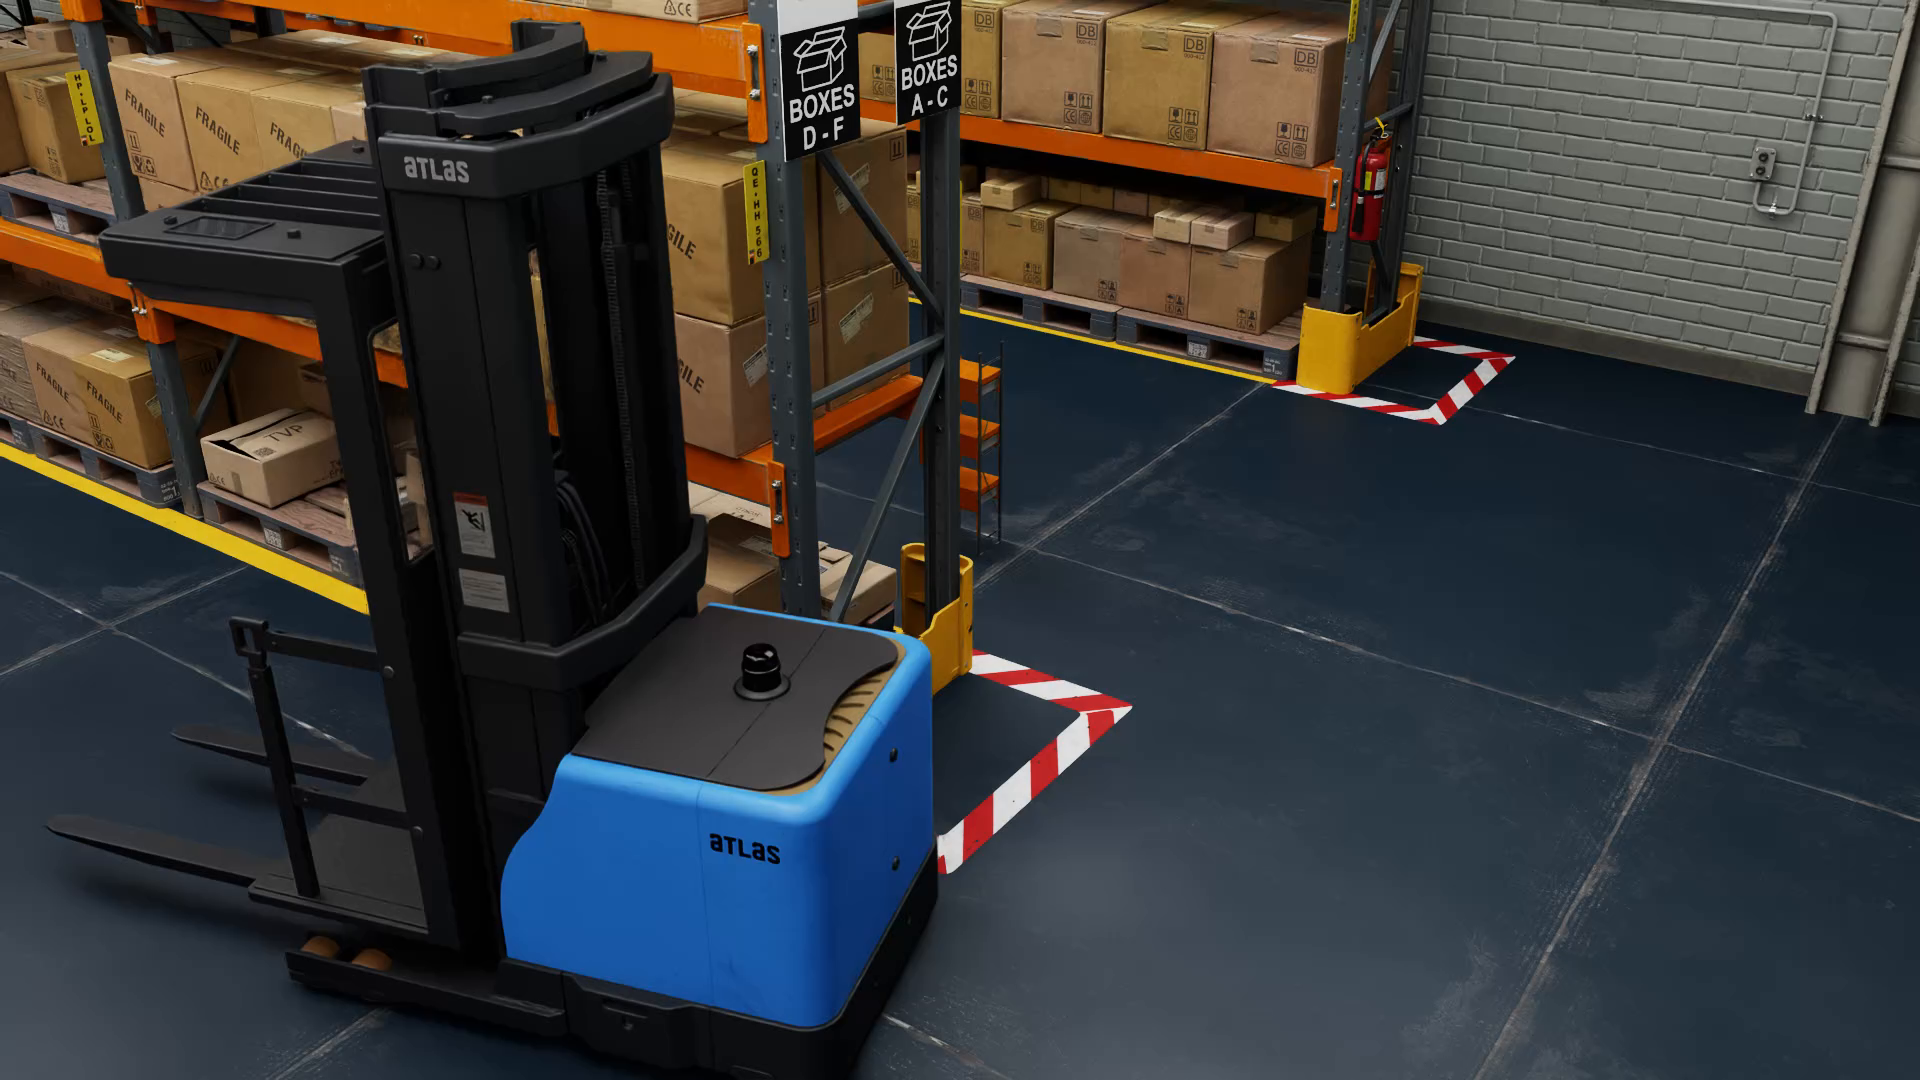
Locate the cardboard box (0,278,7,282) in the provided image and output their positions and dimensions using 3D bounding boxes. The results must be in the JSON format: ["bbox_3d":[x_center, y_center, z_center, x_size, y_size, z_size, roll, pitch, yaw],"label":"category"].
[{"bbox_3d":[-5.866,-1.258,9.685,0.500,0.500,0.500,17,31,30],"label":"cardboard box"}]

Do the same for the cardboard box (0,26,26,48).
[{"bbox_3d":[-10.198,-5.356,17.947,0.500,0.311,0.500,14,30,25],"label":"cardboard box"}]

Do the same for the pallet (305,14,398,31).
[{"bbox_3d":[-4.771,-4.573,14.141,1.003,0.211,1.213,17,32,30],"label":"pallet"}]

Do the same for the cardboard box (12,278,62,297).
[{"bbox_3d":[-5.158,-1.327,9.821,0.500,0.500,0.500,16,31,28],"label":"cardboard box"}]

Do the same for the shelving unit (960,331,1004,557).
[{"bbox_3d":[0.044,-0.454,7.985,0.252,1.050,0.215,17,32,30],"label":"shelving unit"}]

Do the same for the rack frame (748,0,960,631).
[{"bbox_3d":[-0.330,-0.608,6.138,0.127,3.000,1.000,17,32,30],"label":"rack frame"}]

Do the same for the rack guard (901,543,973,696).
[{"bbox_3d":[-0.393,0.486,6.743,0.348,0.500,1.175,17,32,30],"label":"rack guard"}]

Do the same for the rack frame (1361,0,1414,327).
[{"bbox_3d":[2.469,-2.460,9.777,0.053,2.616,0.949,17,32,30],"label":"rack frame"}]

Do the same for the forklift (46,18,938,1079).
[{"bbox_3d":[-1.650,-0.042,5.101,3.031,2.935,1.130,8,28,16],"label":"forklift"}]

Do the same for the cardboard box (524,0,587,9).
[{"bbox_3d":[-1.309,-2.044,5.818,0.500,0.250,0.500,17,32,30],"label":"cardboard box"}]

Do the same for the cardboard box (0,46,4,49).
[{"bbox_3d":[-5.696,-2.468,9.220,0.700,0.500,0.500,-24,36,-39],"label":"cardboard box"}]

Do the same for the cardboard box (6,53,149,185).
[{"bbox_3d":[-4.494,-2.225,8.742,0.500,0.500,0.700,23,35,38],"label":"cardboard box"}]

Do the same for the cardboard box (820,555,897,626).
[{"bbox_3d":[-0.481,0.230,7.149,0.250,0.149,0.380,17,32,30],"label":"cardboard box"}]

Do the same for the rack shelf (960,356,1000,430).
[{"bbox_3d":[0.044,-0.698,7.861,0.240,0.259,0.215,17,32,30],"label":"rack shelf"}]

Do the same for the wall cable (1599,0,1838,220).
[{"bbox_3d":[4.062,-2.939,9.597,1.851,1.984,0.084,17,32,30],"label":"wall cable"}]

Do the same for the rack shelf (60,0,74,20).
[{"bbox_3d":[-5.276,-3.165,8.648,4.000,0.370,1.077,17,32,30],"label":"rack shelf"}]

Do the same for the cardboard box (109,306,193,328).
[{"bbox_3d":[-4.334,-1.066,9.308,0.500,0.500,0.500,18,32,31],"label":"cardboard box"}]

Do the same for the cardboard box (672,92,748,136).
[{"bbox_3d":[-0.982,-1.442,6.564,0.500,0.500,0.500,18,32,31],"label":"cardboard box"}]

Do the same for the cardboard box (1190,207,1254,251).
[{"bbox_3d":[1.629,-1.931,10.314,0.250,0.149,0.380,17,31,30],"label":"cardboard box"}]

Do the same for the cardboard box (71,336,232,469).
[{"bbox_3d":[-4.196,-0.737,8.662,0.500,0.500,0.500,17,32,30],"label":"cardboard box"}]

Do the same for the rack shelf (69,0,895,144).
[{"bbox_3d":[-1.979,-2.138,6.630,4.000,0.370,1.077,17,32,30],"label":"rack shelf"}]

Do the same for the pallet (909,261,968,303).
[{"bbox_3d":[-0.243,-2.021,11.989,1.213,0.211,1.003,17,32,30],"label":"pallet"}]

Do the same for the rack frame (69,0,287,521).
[{"bbox_3d":[-3.627,-1.635,8.156,0.127,3.000,1.000,17,32,30],"label":"rack frame"}]

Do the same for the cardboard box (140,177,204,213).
[{"bbox_3d":[-3.361,-1.447,7.676,0.500,0.500,0.500,18,32,32],"label":"cardboard box"}]

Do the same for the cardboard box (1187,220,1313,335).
[{"bbox_3d":[1.838,-1.677,10.530,0.500,0.500,0.700,17,32,30],"label":"cardboard box"}]

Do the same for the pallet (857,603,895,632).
[{"bbox_3d":[-1.051,0.411,7.210,1.213,0.211,1.003,17,32,30],"label":"pallet"}]

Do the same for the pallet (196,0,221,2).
[{"bbox_3d":[-6.872,-5.207,15.385,1.213,0.211,1.003,17,32,30],"label":"pallet"}]

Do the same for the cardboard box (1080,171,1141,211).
[{"bbox_3d":[1.008,-2.333,11.106,0.250,0.149,0.380,18,32,31],"label":"cardboard box"}]

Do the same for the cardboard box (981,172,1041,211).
[{"bbox_3d":[0.342,-2.330,11.099,0.250,0.149,0.380,16,31,29],"label":"cardboard box"}]

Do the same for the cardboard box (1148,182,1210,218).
[{"bbox_3d":[1.430,-2.203,10.849,0.250,0.149,0.380,18,32,31],"label":"cardboard box"}]

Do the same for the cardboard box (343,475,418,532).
[{"bbox_3d":[-2.685,-0.162,7.899,0.250,0.166,0.380,17,32,30],"label":"cardboard box"}]

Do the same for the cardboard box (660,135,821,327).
[{"bbox_3d":[-0.853,-1.110,5.911,0.500,0.500,0.500,17,32,30],"label":"cardboard box"}]

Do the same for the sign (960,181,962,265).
[{"bbox_3d":[-0.023,-1.197,6.340,0.005,0.325,0.100,17,32,30],"label":"sign"}]

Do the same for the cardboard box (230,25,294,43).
[{"bbox_3d":[-6.439,-4.664,15.552,0.500,0.250,0.500,17,31,29],"label":"cardboard box"}]

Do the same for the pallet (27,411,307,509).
[{"bbox_3d":[-4.319,-0.587,9.172,1.213,0.211,1.003,17,32,30],"label":"pallet"}]

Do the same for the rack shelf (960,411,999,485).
[{"bbox_3d":[0.044,-0.445,7.990,0.240,0.259,0.215,17,32,30],"label":"rack shelf"}]

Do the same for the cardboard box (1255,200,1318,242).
[{"bbox_3d":[2.054,-2.008,10.467,0.250,0.149,0.380,18,32,31],"label":"cardboard box"}]

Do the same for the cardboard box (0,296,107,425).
[{"bbox_3d":[-5.012,-0.996,9.171,0.500,0.500,0.500,18,32,31],"label":"cardboard box"}]

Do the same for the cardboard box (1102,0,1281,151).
[{"bbox_3d":[1.439,-2.905,10.320,0.700,0.700,0.980,17,32,30],"label":"cardboard box"}]

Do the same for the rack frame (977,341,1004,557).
[{"bbox_3d":[0.145,-0.423,7.923,0.008,1.050,0.200,17,32,30],"label":"rack frame"}]

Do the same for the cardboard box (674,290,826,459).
[{"bbox_3d":[-0.853,-0.666,6.141,0.500,0.500,0.500,18,32,32],"label":"cardboard box"}]

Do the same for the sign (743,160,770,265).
[{"bbox_3d":[-0.661,-1.063,5.406,0.005,0.325,0.100,17,32,30],"label":"sign"}]

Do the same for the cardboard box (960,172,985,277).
[{"bbox_3d":[0.145,-2.201,11.560,0.500,0.500,0.700,17,32,30],"label":"cardboard box"}]

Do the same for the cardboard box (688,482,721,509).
[{"bbox_3d":[-1.442,-0.081,7.649,0.500,0.250,0.500,17,32,30],"label":"cardboard box"}]

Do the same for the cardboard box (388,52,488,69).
[{"bbox_3d":[-2.225,-1.833,7.331,0.500,0.500,0.500,18,32,31],"label":"cardboard box"}]

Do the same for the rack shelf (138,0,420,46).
[{"bbox_3d":[-5.772,-4.708,14.988,4.000,0.370,1.077,17,32,30],"label":"rack shelf"}]

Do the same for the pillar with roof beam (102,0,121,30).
[{"bbox_3d":[-12.088,-7.778,13.611,0.400,9.000,9.100,17,32,30],"label":"pillar with roof beam"}]
